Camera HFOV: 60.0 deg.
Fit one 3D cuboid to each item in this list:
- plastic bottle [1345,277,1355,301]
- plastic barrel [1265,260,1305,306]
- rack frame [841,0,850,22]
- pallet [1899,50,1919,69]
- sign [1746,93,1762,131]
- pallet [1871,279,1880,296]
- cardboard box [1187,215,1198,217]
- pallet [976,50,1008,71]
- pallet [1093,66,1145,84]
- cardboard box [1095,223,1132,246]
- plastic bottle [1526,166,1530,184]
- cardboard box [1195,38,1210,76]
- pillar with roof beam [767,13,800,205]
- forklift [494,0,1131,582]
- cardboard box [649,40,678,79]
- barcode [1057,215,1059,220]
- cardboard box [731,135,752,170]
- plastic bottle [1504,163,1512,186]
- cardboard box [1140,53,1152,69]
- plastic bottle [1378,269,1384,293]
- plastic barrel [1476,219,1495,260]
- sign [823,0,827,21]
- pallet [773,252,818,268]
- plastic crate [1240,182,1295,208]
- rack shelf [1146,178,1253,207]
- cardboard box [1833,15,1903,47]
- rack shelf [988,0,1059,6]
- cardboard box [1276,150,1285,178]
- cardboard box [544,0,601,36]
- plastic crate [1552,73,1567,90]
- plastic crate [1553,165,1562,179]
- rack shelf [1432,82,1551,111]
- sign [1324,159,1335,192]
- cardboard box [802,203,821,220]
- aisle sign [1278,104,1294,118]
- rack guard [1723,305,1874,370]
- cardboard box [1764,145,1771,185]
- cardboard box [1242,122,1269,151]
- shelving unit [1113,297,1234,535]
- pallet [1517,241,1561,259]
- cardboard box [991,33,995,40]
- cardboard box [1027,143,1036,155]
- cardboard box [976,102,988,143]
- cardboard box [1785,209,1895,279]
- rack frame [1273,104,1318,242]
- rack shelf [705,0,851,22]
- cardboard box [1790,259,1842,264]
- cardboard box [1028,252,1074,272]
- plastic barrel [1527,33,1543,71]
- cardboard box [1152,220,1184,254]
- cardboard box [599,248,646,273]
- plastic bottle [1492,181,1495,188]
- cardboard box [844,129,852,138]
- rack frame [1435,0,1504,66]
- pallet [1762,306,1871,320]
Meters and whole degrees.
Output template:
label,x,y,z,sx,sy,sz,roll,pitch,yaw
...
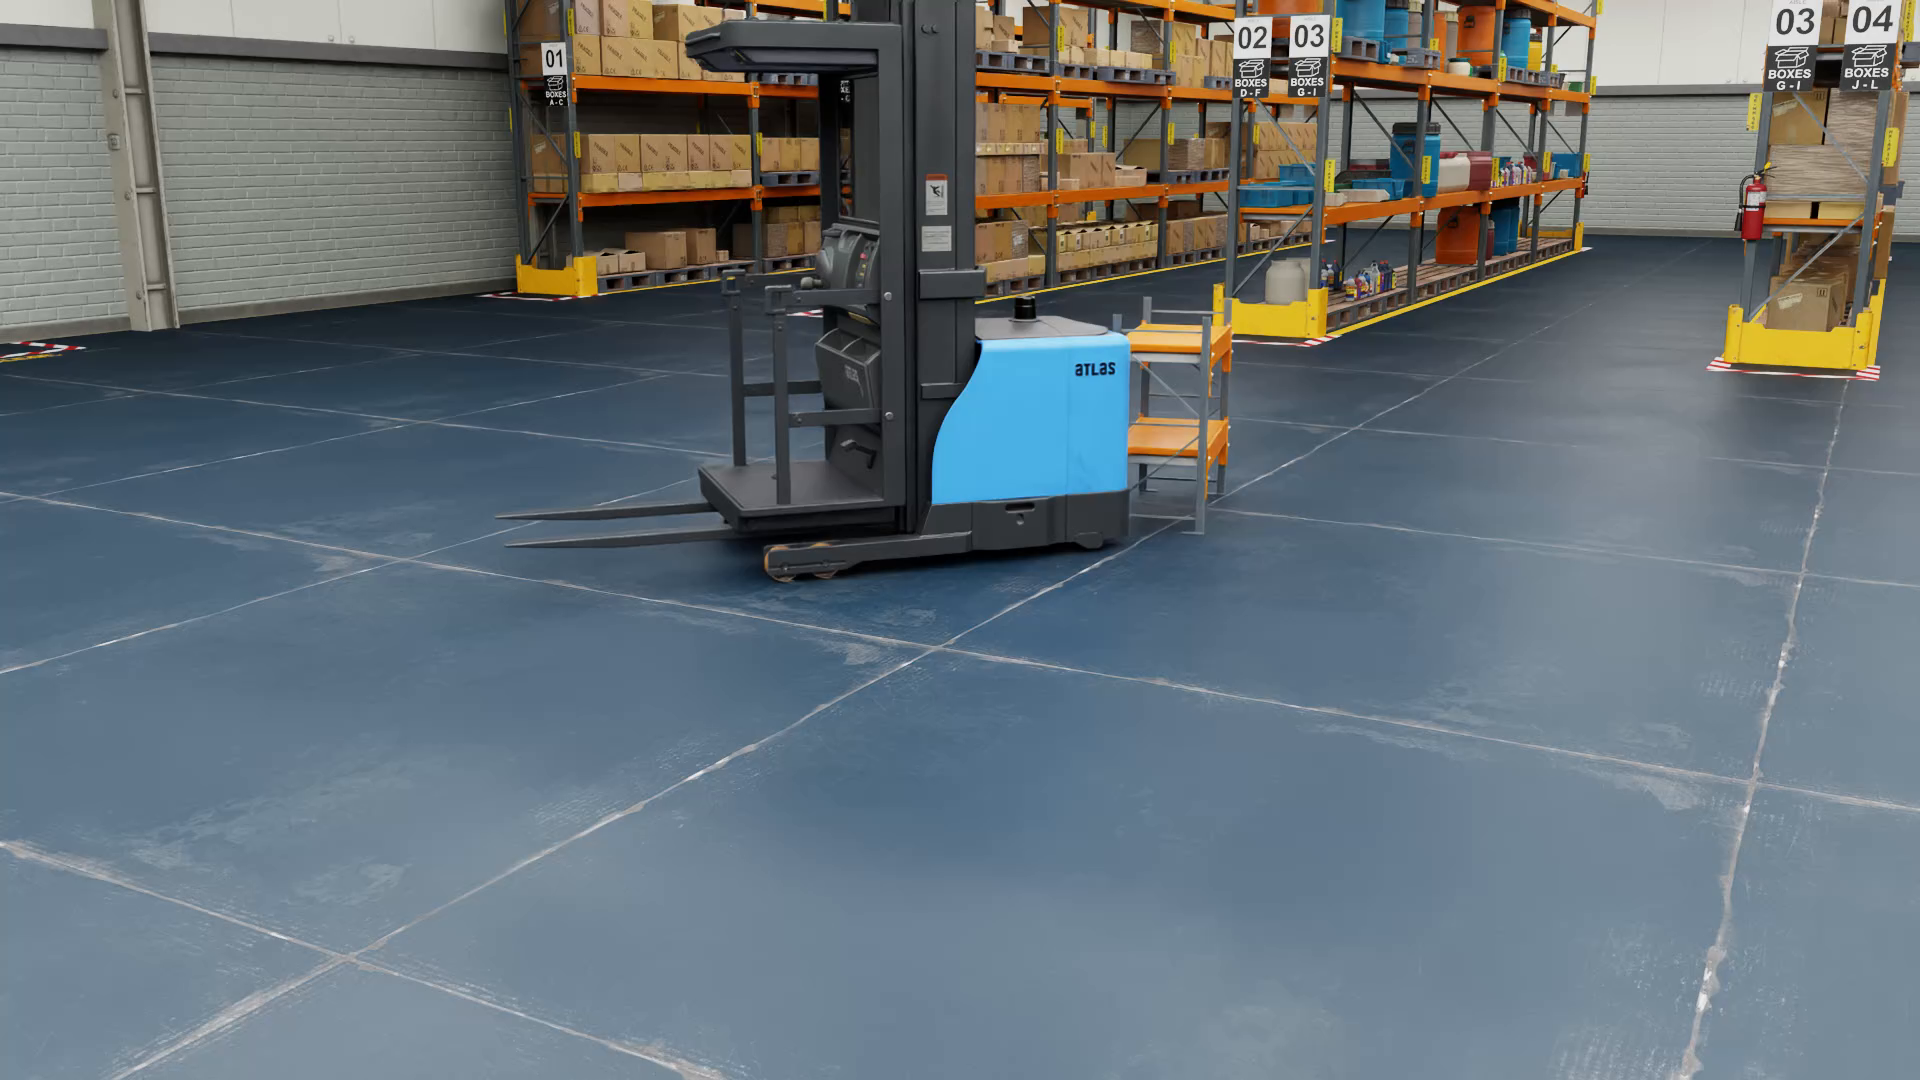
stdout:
label,x,y,z,sx,sy,sz,roll,pitch,yaw
plastic bottle,4.411,-2.839,18.794,0.097,0.271,0.097,0,14,0
plastic barrel,3.513,-2.754,17.968,0.421,0.512,0.421,0,14,0
rack frame,-1.543,-9.295,27.890,1.000,3.000,0.127,7,15,28
pallet,10.422,-5.569,19.235,1.213,0.211,1.003,7,15,28
sign,7.121,-3.838,14.907,0.100,0.325,0.005,7,15,28
pallet,11.912,-3.493,22.572,1.003,0.211,1.213,7,15,28
cardboard box,3.785,-5.354,28.736,0.500,0.500,0.500,8,15,29
pallet,-0.119,-5.986,20.751,1.003,0.211,1.213,7,15,28
pallet,2.007,-6.806,24.366,1.003,0.211,1.213,8,16,31
cardboard box,2.265,-4.613,25.041,0.500,0.311,0.500,7,15,28
plastic bottle,9.083,-5.850,26.649,0.061,0.283,0.133,7,15,28
cardboard box,3.778,-8.030,27.718,0.600,0.600,0.600,7,15,26
pillar with roof beam,0.839,-8.639,25.167,9.100,9.000,0.400,7,15,28
forklift,-0.725,-1.371,7.965,3.031,2.935,1.130,-5,14,-19
cardboard box,-4.252,-6.620,22.937,0.500,0.500,0.500,8,16,31
barcode,1.349,-4.468,23.015,0.001,0.075,0.075,7,15,28
cardboard box,-3.435,-5.728,24.569,0.500,0.500,0.500,7,15,28
plastic bottle,8.372,-5.602,25.474,0.144,0.351,0.185,7,15,28
cardboard box,2.625,-7.309,25.473,0.500,0.250,0.500,6,15,24
plastic bottle,5.001,-3.087,19.795,0.061,0.283,0.133,9,16,32
plastic barrel,7.897,-4.622,25.556,0.600,0.588,0.708,7,15,28
sign,-1.541,-6.092,19.281,0.100,0.325,0.005,7,15,28
pallet,-2.513,-4.614,27.221,1.003,0.211,1.213,7,15,28
plastic crate,3.242,-3.680,17.713,0.499,0.251,0.616,7,15,28
rack shelf,3.762,-5.879,28.055,1.077,0.370,4.000,7,15,28
cardboard box,8.057,-4.509,14.756,0.500,0.250,0.500,8,16,30
rack shelf,-0.106,-6.960,20.590,1.077,0.370,4.000,7,15,28
cardboard box,5.702,-6.969,30.828,0.500,0.500,0.500,7,15,28
cardboard box,-5.012,-6.792,21.516,0.500,0.500,0.500,6,15,24
plastic crate,9.903,-7.696,27.933,0.497,0.269,0.590,7,15,28
plastic crate,10.228,-6.395,28.890,0.416,0.233,0.300,7,15,28
rack shelf,8.096,-6.775,25.372,1.077,0.370,4.000,7,15,28
sign,3.741,-3.687,16.835,0.100,0.325,0.005,7,15,28
cardboard box,-2.421,-5.373,27.214,0.500,0.250,0.500,7,15,28
aisle sign,6.438,-8.771,32.968,0.394,0.787,0.004,7,15,28
rack guard,7.634,-1.854,15.159,1.175,0.500,0.348,7,15,28
cardboard box,8.024,-3.473,15.692,0.875,0.500,0.500,7,15,28
cardboard box,5.203,-7.239,29.812,0.500,0.500,0.500,8,16,29
shelving unit,1.159,-0.708,9.069,0.538,1.125,1.048,4,14,14
pallet,9.973,-5.128,29.354,1.003,0.211,1.213,7,15,28
cardboard box,0.126,-6.501,21.693,0.500,0.311,0.500,6,15,25
cardboard box,0.796,-5.231,22.235,0.380,0.149,0.250,7,15,27
cardboard box,-0.076,-5.277,21.039,0.700,0.500,0.500,7,15,28
cardboard box,11.817,-4.006,22.387,1.225,0.875,0.875,7,15,25
rack frame,6.662,-7.460,33.076,1.000,3.000,0.127,7,15,28
rack shelf,-2.510,-8.341,26.319,1.077,0.370,4.000,7,15,28
cardboard box,9.303,-2.786,18.128,0.500,0.500,0.500,7,15,26
cardboard box,1.273,-3.920,23.364,0.500,0.250,0.500,7,15,27
plastic barrel,8.799,-7.621,26.046,0.600,0.588,0.600,0,14,0
cardboard box,3.265,-4.878,26.763,0.500,0.500,0.500,8,16,30
cardboard box,-4.722,-3.893,23.080,0.500,0.311,0.500,9,16,33
plastic bottle,7.820,-5.314,24.426,0.061,0.283,0.133,7,15,28
cardboard box,-1.827,-6.815,27.865,0.380,0.149,0.250,5,14,19
rack frame,7.129,-8.173,23.234,1.000,3.000,0.127,7,15,28
pallet,9.237,-2.377,17.944,1.003,0.211,1.213,7,15,28
